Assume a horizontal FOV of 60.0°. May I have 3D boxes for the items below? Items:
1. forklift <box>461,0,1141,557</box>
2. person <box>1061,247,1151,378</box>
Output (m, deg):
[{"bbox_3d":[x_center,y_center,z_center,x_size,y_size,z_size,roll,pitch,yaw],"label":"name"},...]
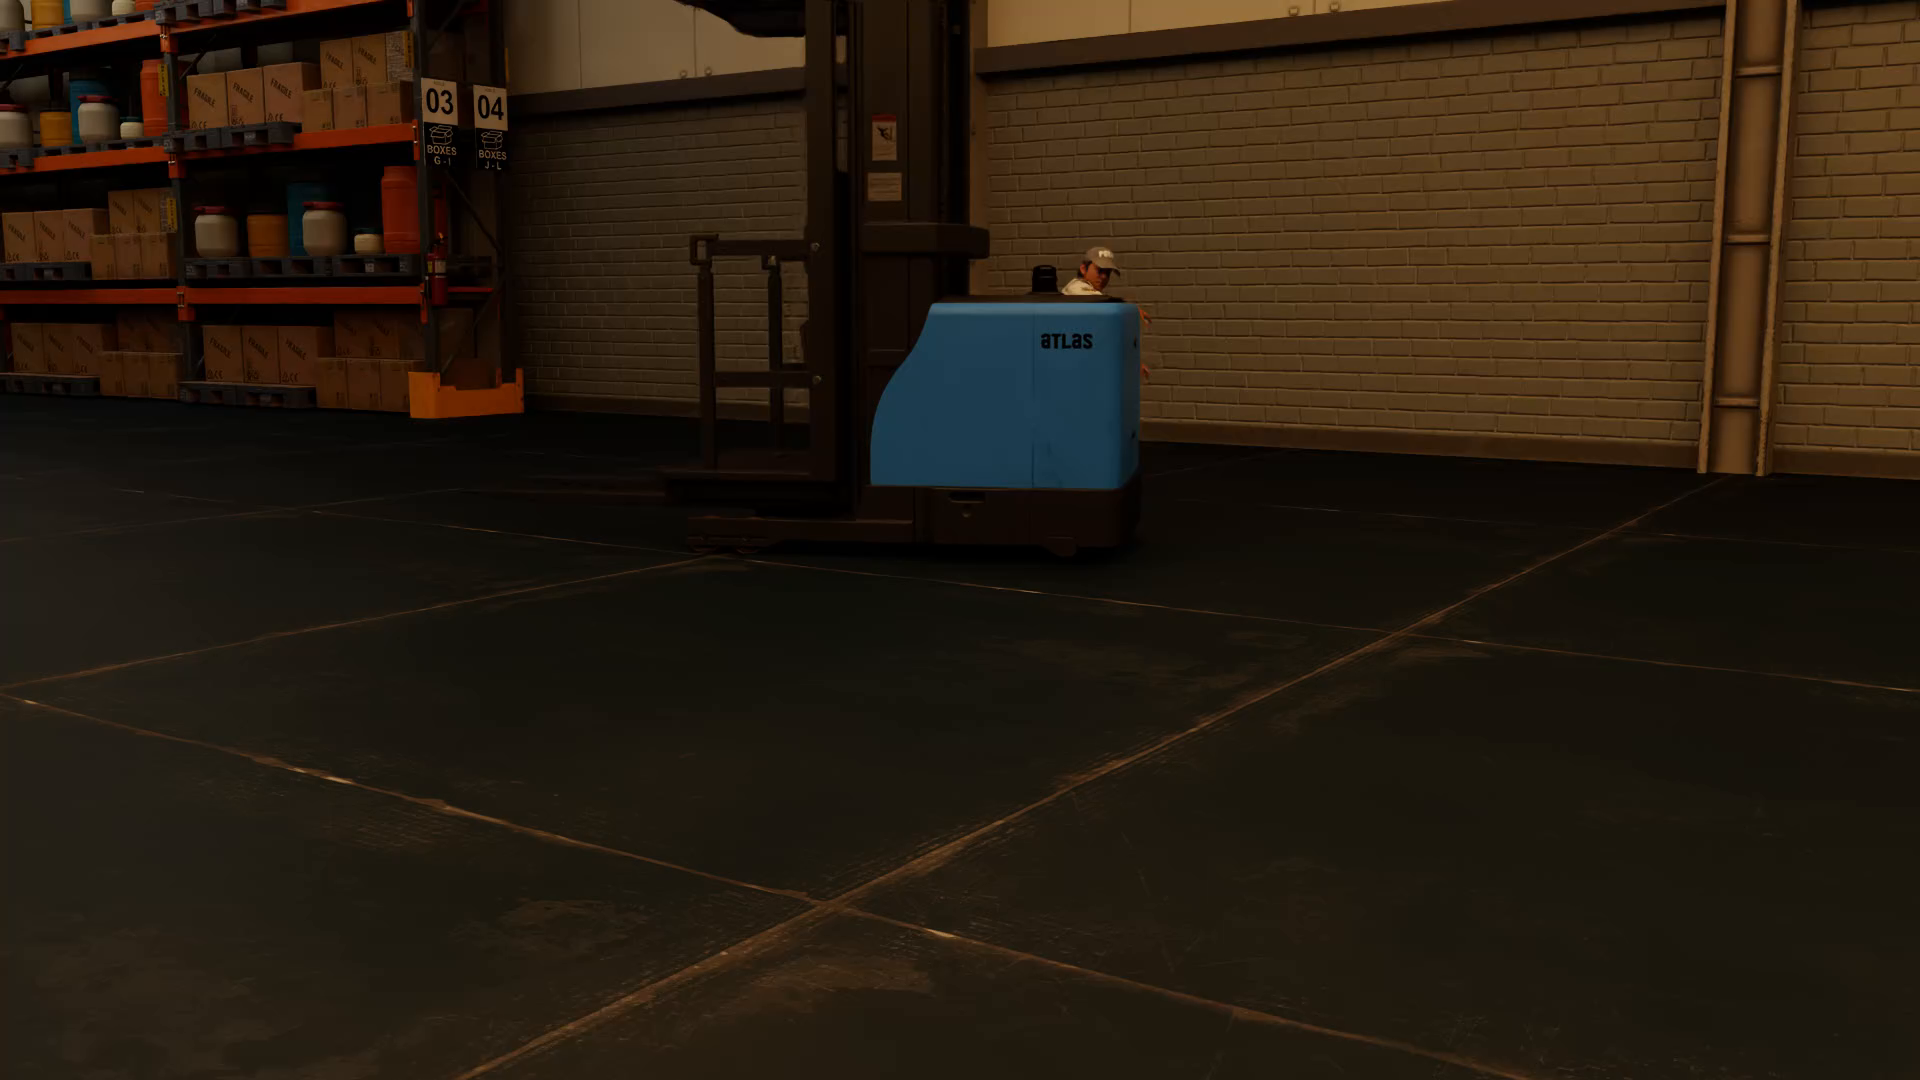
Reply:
[{"bbox_3d":[-0.727,-1.458,7.444,3.031,2.935,1.130,2,8,11],"label":"forklift"},{"bbox_3d":[0.802,-0.951,9.460,0.910,1.414,0.739,-3,9,-20],"label":"person"}]
